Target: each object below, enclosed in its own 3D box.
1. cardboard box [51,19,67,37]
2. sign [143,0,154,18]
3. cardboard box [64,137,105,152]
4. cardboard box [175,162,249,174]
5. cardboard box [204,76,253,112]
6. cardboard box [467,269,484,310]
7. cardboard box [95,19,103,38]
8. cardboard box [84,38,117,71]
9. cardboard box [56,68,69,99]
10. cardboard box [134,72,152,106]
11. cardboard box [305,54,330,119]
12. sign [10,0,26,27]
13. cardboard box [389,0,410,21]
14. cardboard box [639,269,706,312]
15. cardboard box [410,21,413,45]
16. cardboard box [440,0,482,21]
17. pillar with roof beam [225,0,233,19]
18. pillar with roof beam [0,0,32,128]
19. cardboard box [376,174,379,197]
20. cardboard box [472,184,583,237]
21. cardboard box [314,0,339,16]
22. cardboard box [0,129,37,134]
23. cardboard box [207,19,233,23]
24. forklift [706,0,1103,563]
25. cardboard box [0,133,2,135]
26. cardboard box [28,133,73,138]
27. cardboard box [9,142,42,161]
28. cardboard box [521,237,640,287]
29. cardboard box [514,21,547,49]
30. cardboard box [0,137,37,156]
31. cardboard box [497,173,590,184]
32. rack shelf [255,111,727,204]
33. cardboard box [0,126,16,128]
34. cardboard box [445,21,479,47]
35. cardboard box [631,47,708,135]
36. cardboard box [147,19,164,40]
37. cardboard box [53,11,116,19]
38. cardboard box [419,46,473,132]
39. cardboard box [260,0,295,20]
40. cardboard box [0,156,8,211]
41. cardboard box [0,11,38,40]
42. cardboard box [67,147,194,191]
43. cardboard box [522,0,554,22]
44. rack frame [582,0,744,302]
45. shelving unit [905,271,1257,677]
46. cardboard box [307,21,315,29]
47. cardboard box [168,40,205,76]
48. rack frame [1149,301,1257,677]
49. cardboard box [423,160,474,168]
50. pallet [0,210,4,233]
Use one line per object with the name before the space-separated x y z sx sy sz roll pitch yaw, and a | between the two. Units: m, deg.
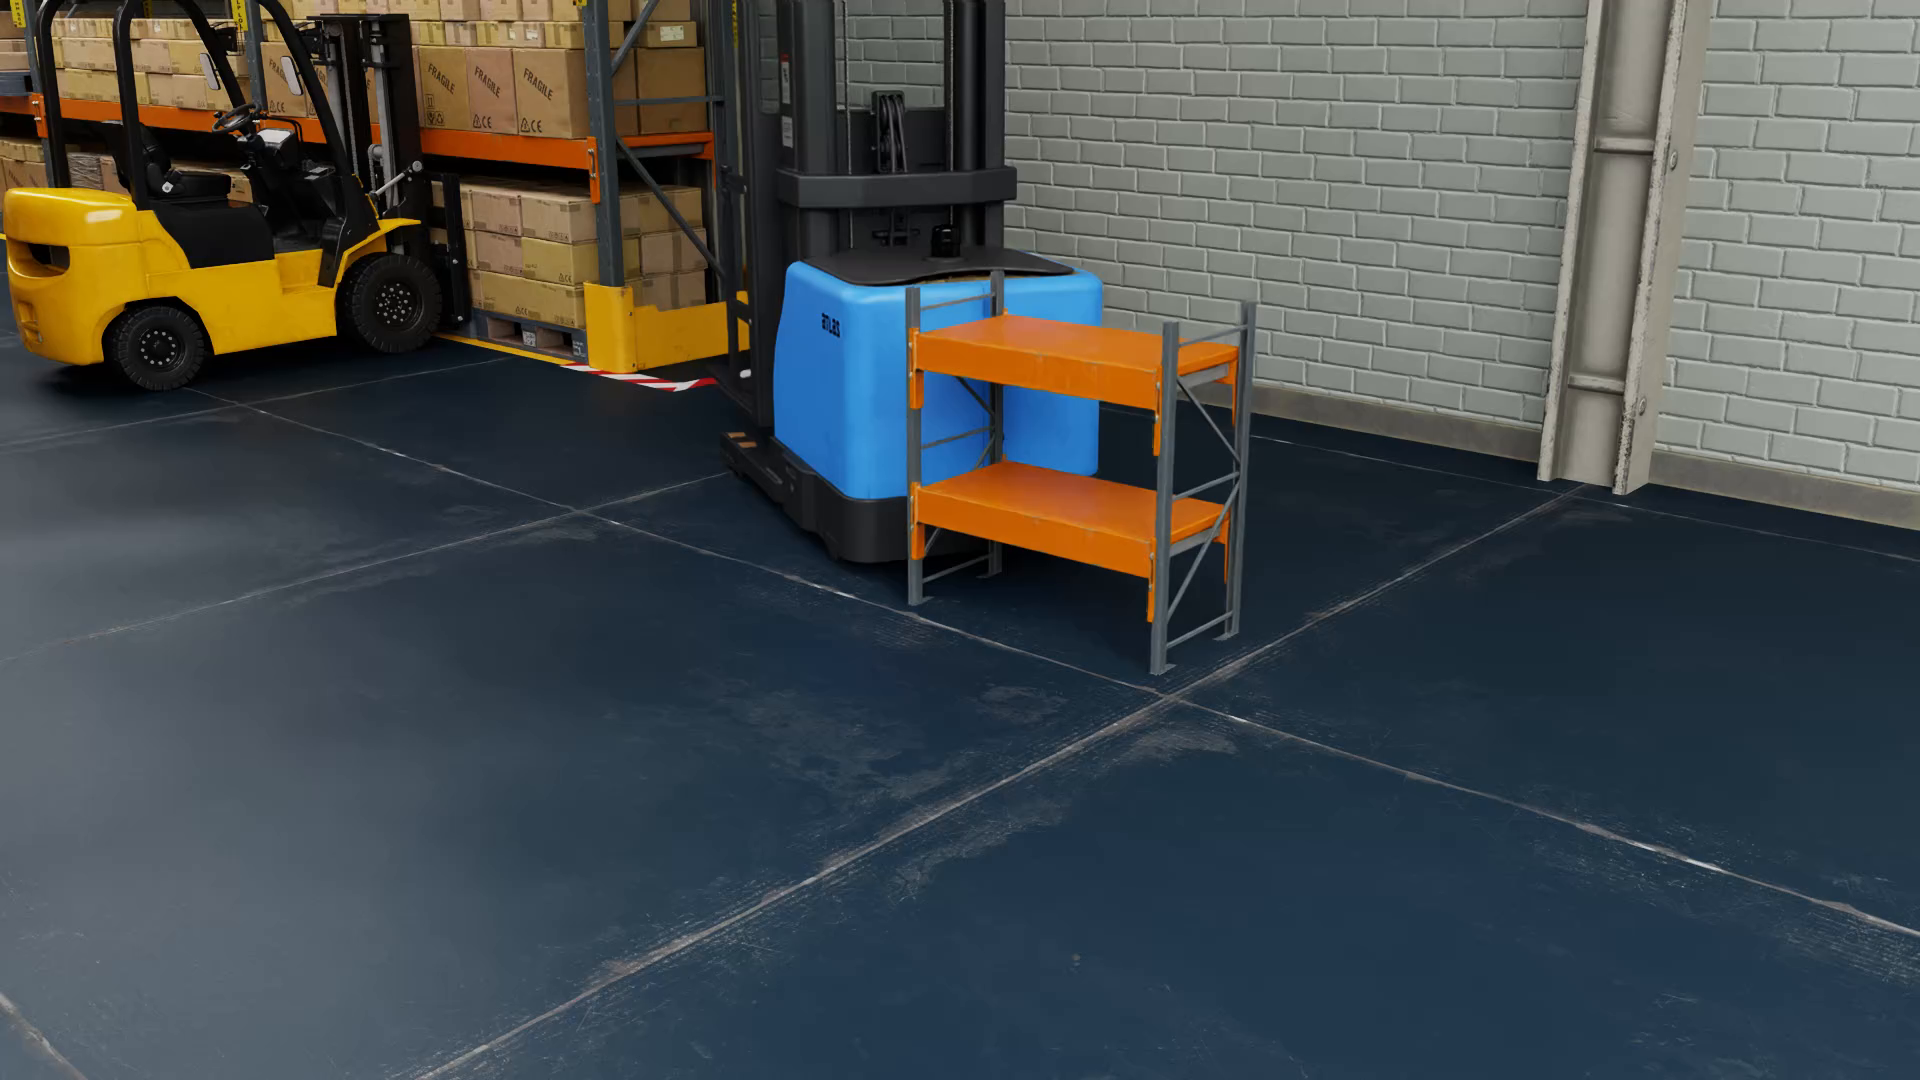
cardboard box | -7.466 -4.339 14.086 0.250 0.149 0.380 16 23 40
sign | -7.343 -4.844 15.001 0.005 0.325 0.100 15 23 39
cardboard box | -8.313 -3.750 15.835 0.250 0.149 0.380 15 23 40
cardboard box | -5.690 -2.691 13.362 0.625 0.625 0.875 15 23 39
cardboard box | -5.268 -3.333 12.403 0.500 0.250 0.500 16 23 40
cardboard box | -3.021 -1.676 10.786 0.500 0.250 0.500 15 23 40
cardboard box | -6.845 -4.199 13.648 0.250 0.149 0.380 15 23 40
cardboard box | -6.786 -3.978 13.609 0.500 0.250 0.500 14 23 38
cardboard box | -7.540 -3.950 14.347 0.500 0.250 0.500 15 23 39
cardboard box | -6.390 -3.641 13.375 0.500 0.250 0.500 16 24 41
cardboard box | -4.158 -3.161 11.448 0.500 0.500 0.500 16 23 40
sign | -8.062 -4.555 14.223 0.005 0.325 0.100 15 23 39
cardboard box | -3.462 -3.443 10.773 0.250 0.149 0.380 15 23 39
cardboard box | -1.963 -1.592 10.520 0.500 0.250 0.500 15 23 39
cardboard box | -3.510 -3.281 10.753 0.250 0.149 0.380 14 23 38
cardboard box | -2.958 -3.265 10.212 0.250 0.149 0.380 16 23 41
pillar with roof beam | -8.993 -5.993 10.620 0.400 9.000 9.100 15 23 39
pillar with roof beam | -13.481 -7.198 14.416 0.400 9.000 9.100 15 23 39
cardboard box | -3.808 -2.358 11.282 0.500 0.250 0.500 16 24 41
cardboard box | -2.663 -2.049 10.306 0.500 0.250 0.500 16 23 40
cardboard box | -4.099 -3.574 11.185 0.250 0.149 0.380 16 23 40
cardboard box | -9.467 -4.067 16.833 0.250 0.149 0.380 16 24 41
cardboard box | -5.473 -3.846 12.535 0.250 0.149 0.380 15 23 39
forklift | -0.465 -1.717 7.177 1.130 2.935 3.031 -7 19 -21
cardboard box | -9.591 -3.906 16.328 0.250 0.149 0.380 16 24 41
cardboard box | -8.895 -3.906 16.327 0.250 0.149 0.380 15 23 40
cardboard box | -8.471 -3.573 15.278 0.250 0.149 0.380 14 22 36
cardboard box | -2.297 -1.714 10.079 0.500 0.250 0.500 15 23 39
cardboard box | -2.382 -2.967 9.764 0.250 0.149 0.380 16 23 40
cardboard box | -8.993 -3.749 15.833 0.250 0.149 0.380 15 23 38
cardboard box | -2.703 -2.267 10.995 0.500 0.250 0.500 15 23 39
rack shelf | -3.222 -2.618 11.092 4.000 0.370 1.077 15 23 39
cardboard box | -10.034 -4.226 17.336 0.250 0.149 0.380 15 23 39
cardboard box | -2.944 -3.128 10.272 0.250 0.149 0.380 14 22 38
cardboard box | -1.912 -2.769 10.214 0.500 0.500 0.500 16 24 41
cardboard box | -6.096 -3.988 12.980 0.250 0.149 0.380 15 23 40
cardboard box | -7.990 -4.552 15.137 0.500 0.500 0.500 16 24 42
cardboard box | -3.033 -2.856 10.485 0.500 0.500 0.500 14 23 38
cardboard box | -4.676 -3.730 11.677 0.250 0.149 0.380 16 23 40
cardboard box | -8.929 -3.418 15.861 0.500 0.500 0.500 16 24 42
cardboard box | -9.053 -4.701 15.601 0.637 0.503 0.797 14 23 38
cardboard box | -7.252 -3.106 14.670 0.625 0.625 0.875 16 24 41
cardboard box | -2.339 -3.125 9.769 0.250 0.149 0.380 15 23 39
rack frame | -1.726 -2.559 9.717 0.127 3.000 1.000 15 23 39
shelving unit | 0.379 -0.262 5.579 1.048 1.125 0.538 14 22 37
cardboard box | -4.246 -3.498 11.438 0.250 0.149 0.380 15 23 39
cardboard box | -5.644 -3.672 12.644 0.500 0.250 0.500 14 23 38
rack frame | 0.771 -0.165 5.271 0.032 1.125 0.500 14 22 37
cardboard box | -3.832 -2.575 11.966 0.500 0.250 0.500 15 23 38
pallet | -9.151 -3.240 16.472 1.213 0.211 1.003 15 23 39
